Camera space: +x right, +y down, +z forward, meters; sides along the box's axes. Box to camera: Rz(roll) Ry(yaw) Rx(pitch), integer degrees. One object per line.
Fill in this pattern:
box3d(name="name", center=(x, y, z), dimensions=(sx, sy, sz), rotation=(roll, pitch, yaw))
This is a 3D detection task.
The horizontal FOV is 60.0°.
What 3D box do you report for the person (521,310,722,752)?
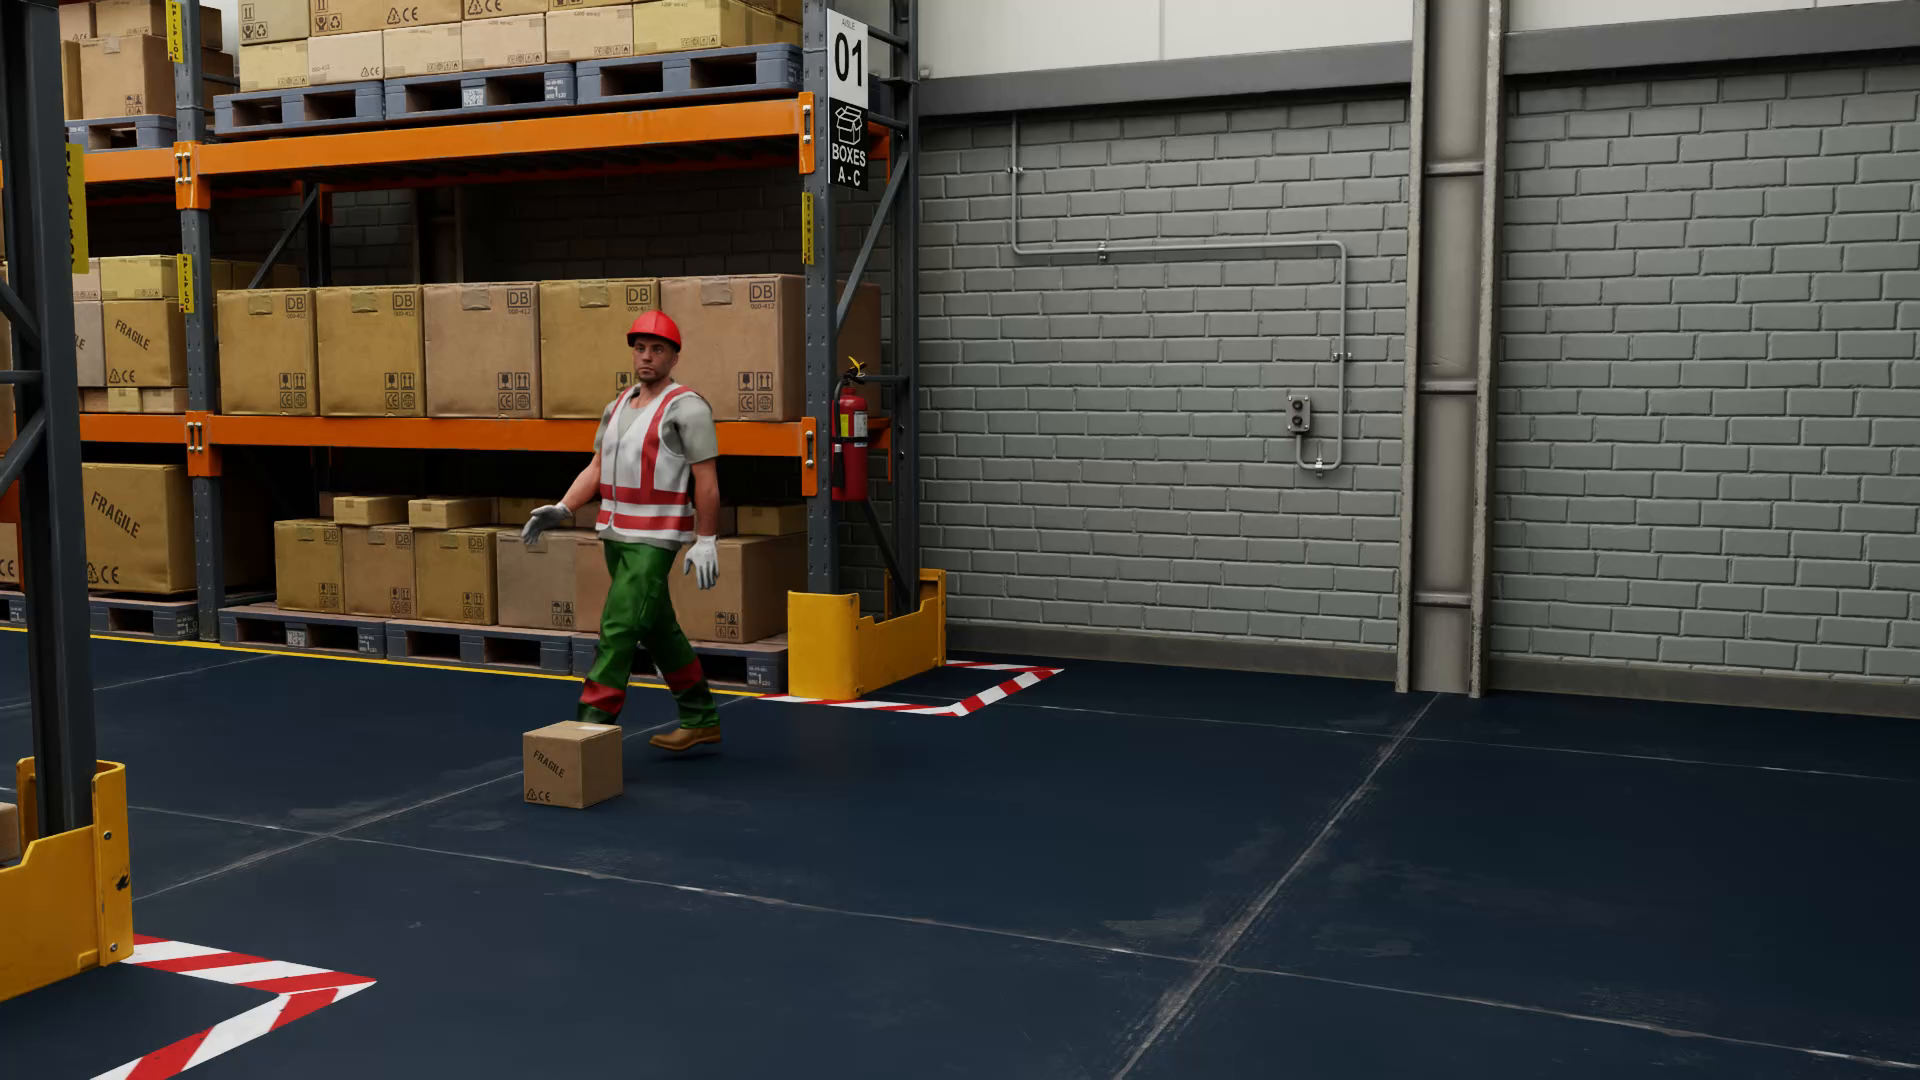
box3d(name="person", center=(-1.298, 0.001, 6.328), dimensions=(0.585, 1.745, 0.939), rotation=(5, 8, 44))
